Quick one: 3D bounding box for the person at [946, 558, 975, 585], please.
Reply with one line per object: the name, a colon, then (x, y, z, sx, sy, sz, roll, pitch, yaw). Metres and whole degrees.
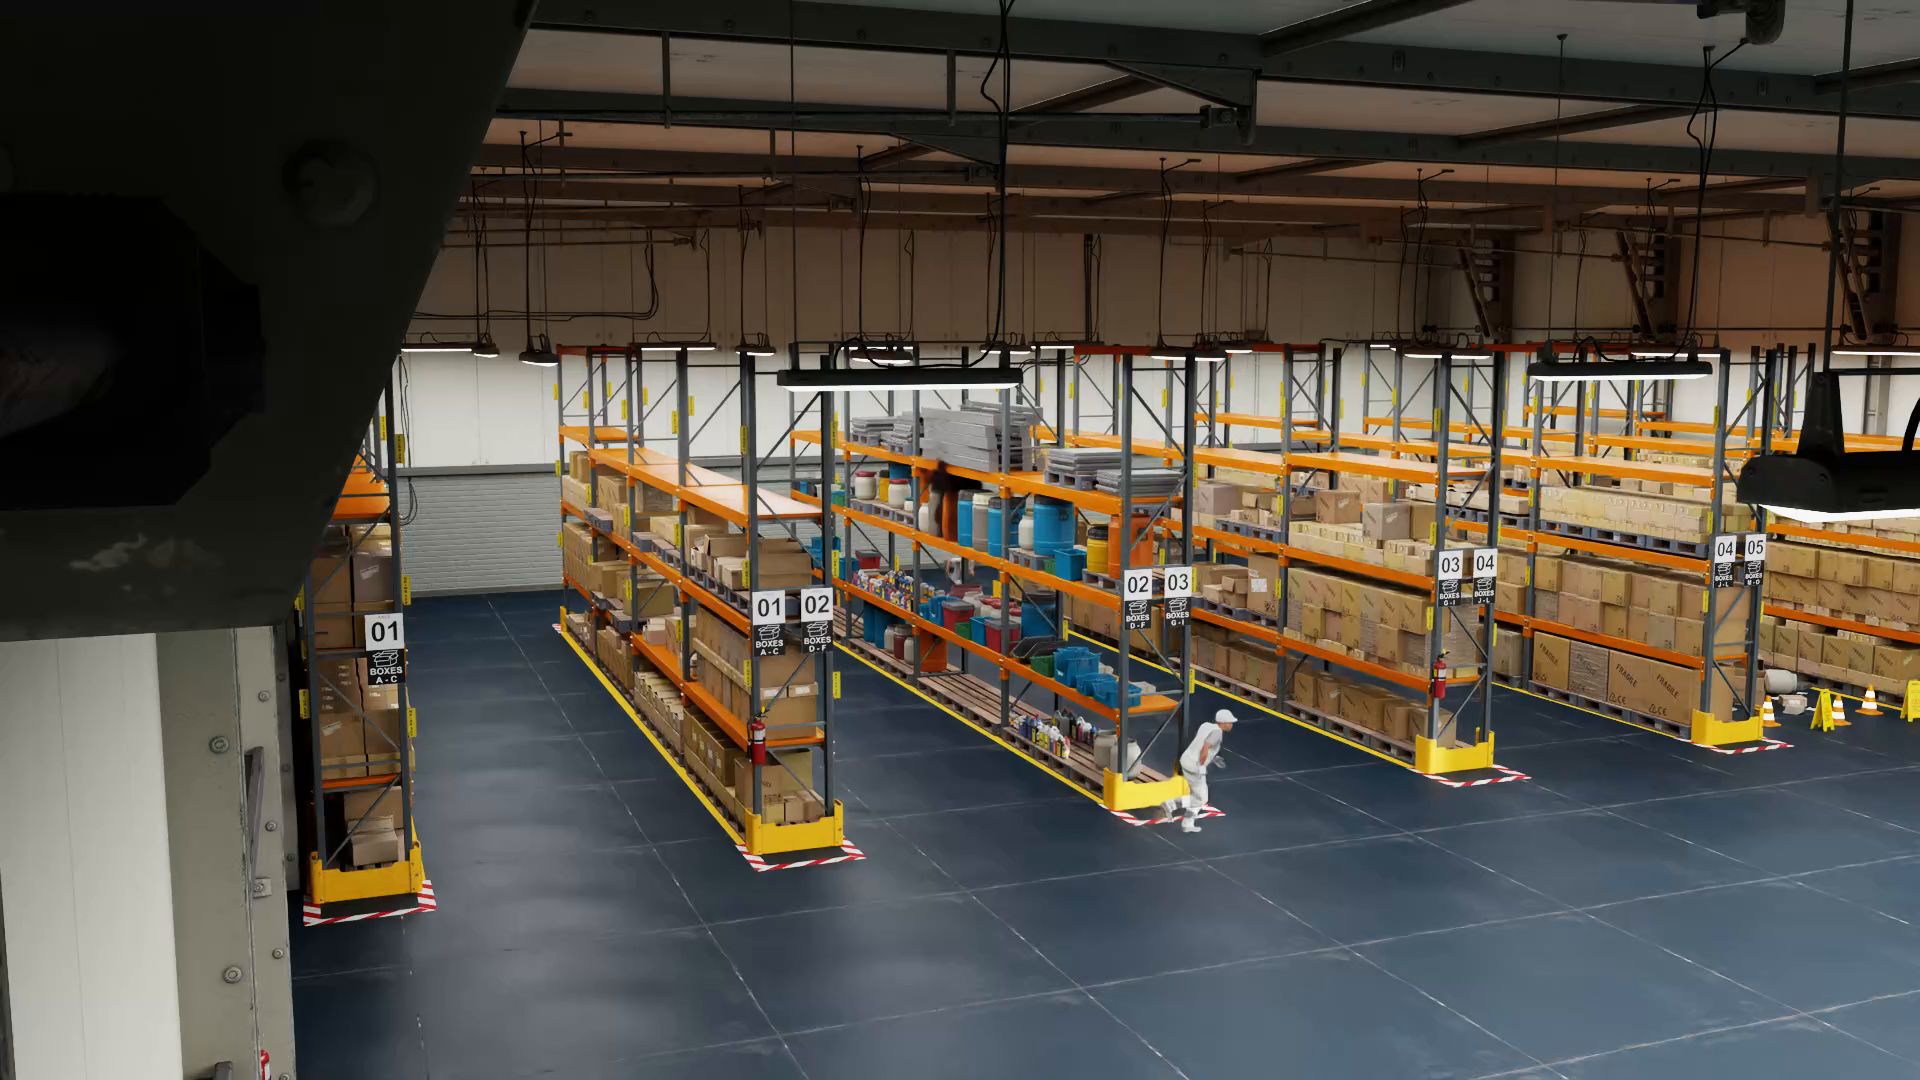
person: (-0.001, 0.923, 36.713, 0.589, 1.504, 0.849, -6, 9, -38)

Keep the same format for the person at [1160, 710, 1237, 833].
person: (3.000, 2.917, 20.886, 0.959, 1.579, 0.677, -1, 7, -5)

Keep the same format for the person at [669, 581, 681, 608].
person: (-6.117, 0.960, 35.402, 0.623, 1.833, 0.850, -6, 9, -39)
